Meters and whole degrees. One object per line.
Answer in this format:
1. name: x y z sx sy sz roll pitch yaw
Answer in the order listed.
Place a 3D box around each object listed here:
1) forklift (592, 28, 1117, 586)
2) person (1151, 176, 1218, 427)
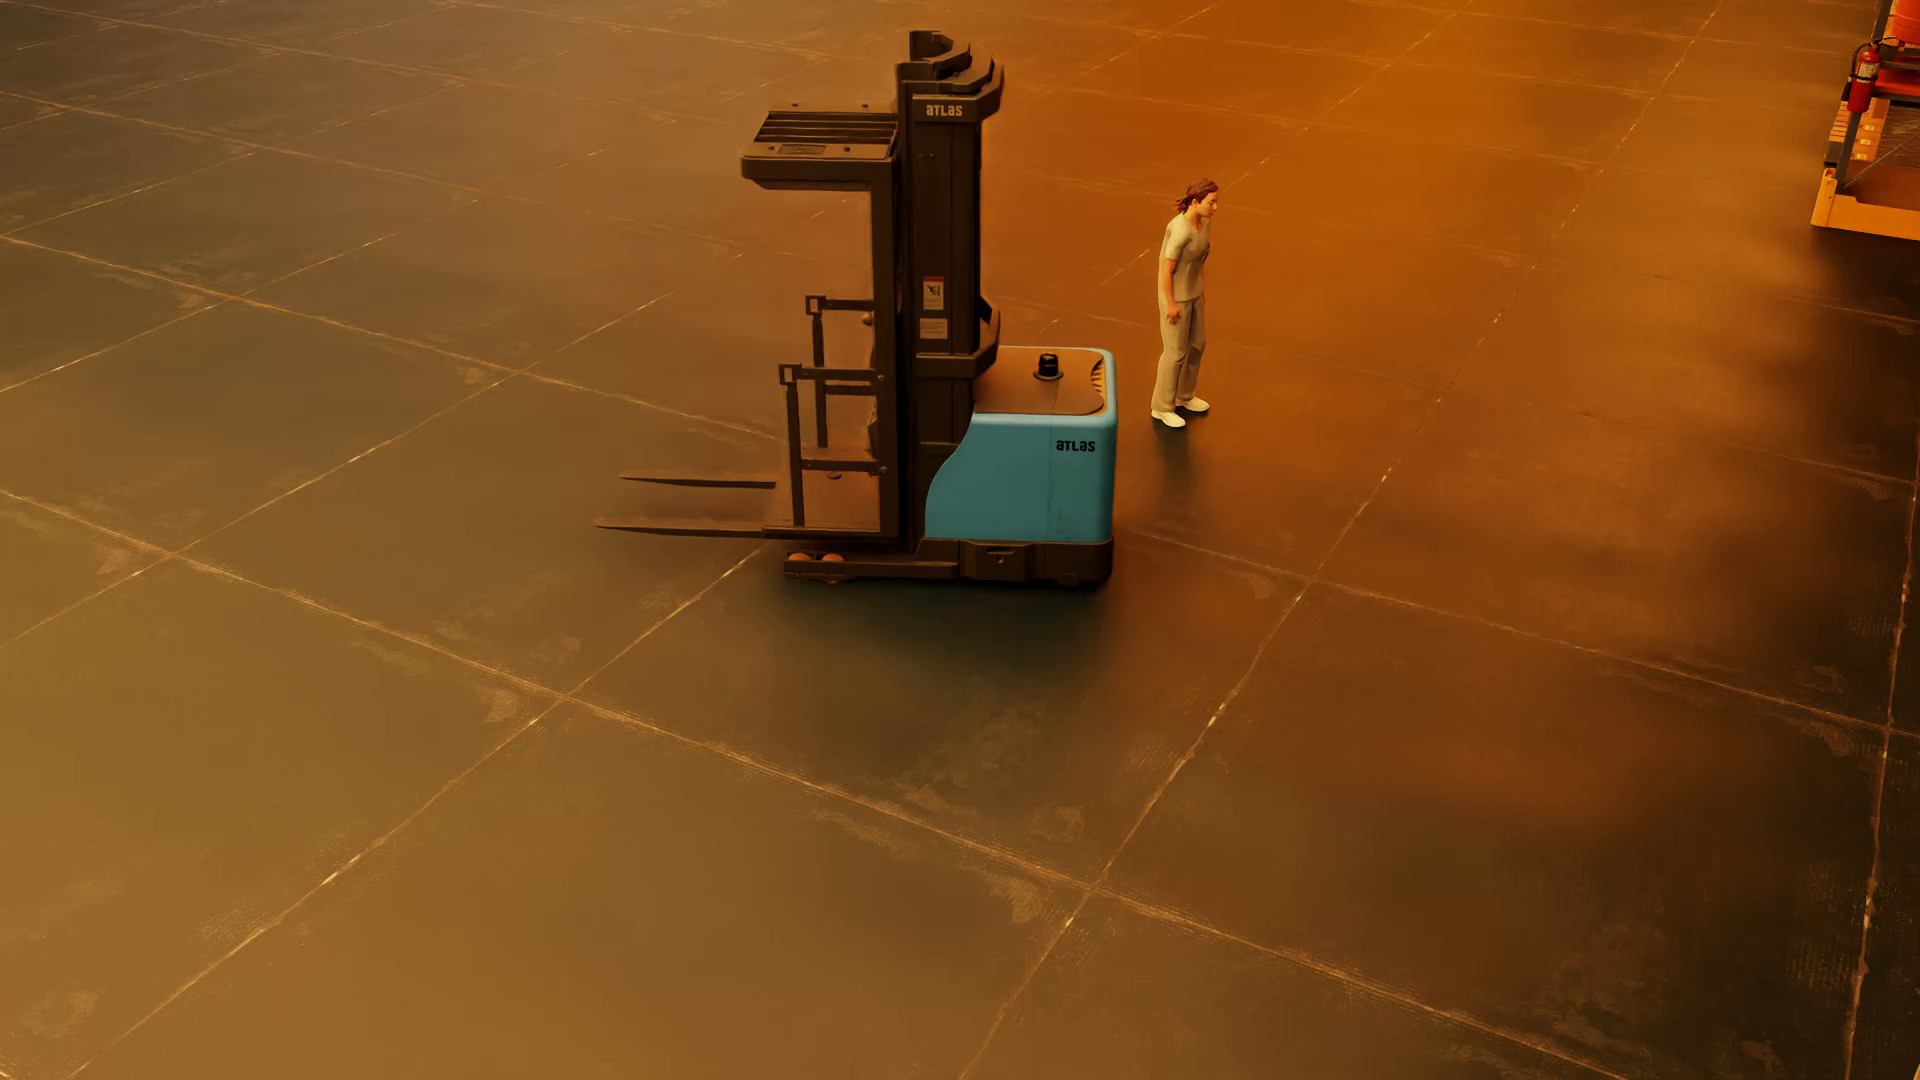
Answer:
1. forklift: -0.616 -1.282 9.292 3.031 2.935 1.130 2 30 3
2. person: 1.510 -1.616 11.132 0.361 1.671 0.498 20 36 31
